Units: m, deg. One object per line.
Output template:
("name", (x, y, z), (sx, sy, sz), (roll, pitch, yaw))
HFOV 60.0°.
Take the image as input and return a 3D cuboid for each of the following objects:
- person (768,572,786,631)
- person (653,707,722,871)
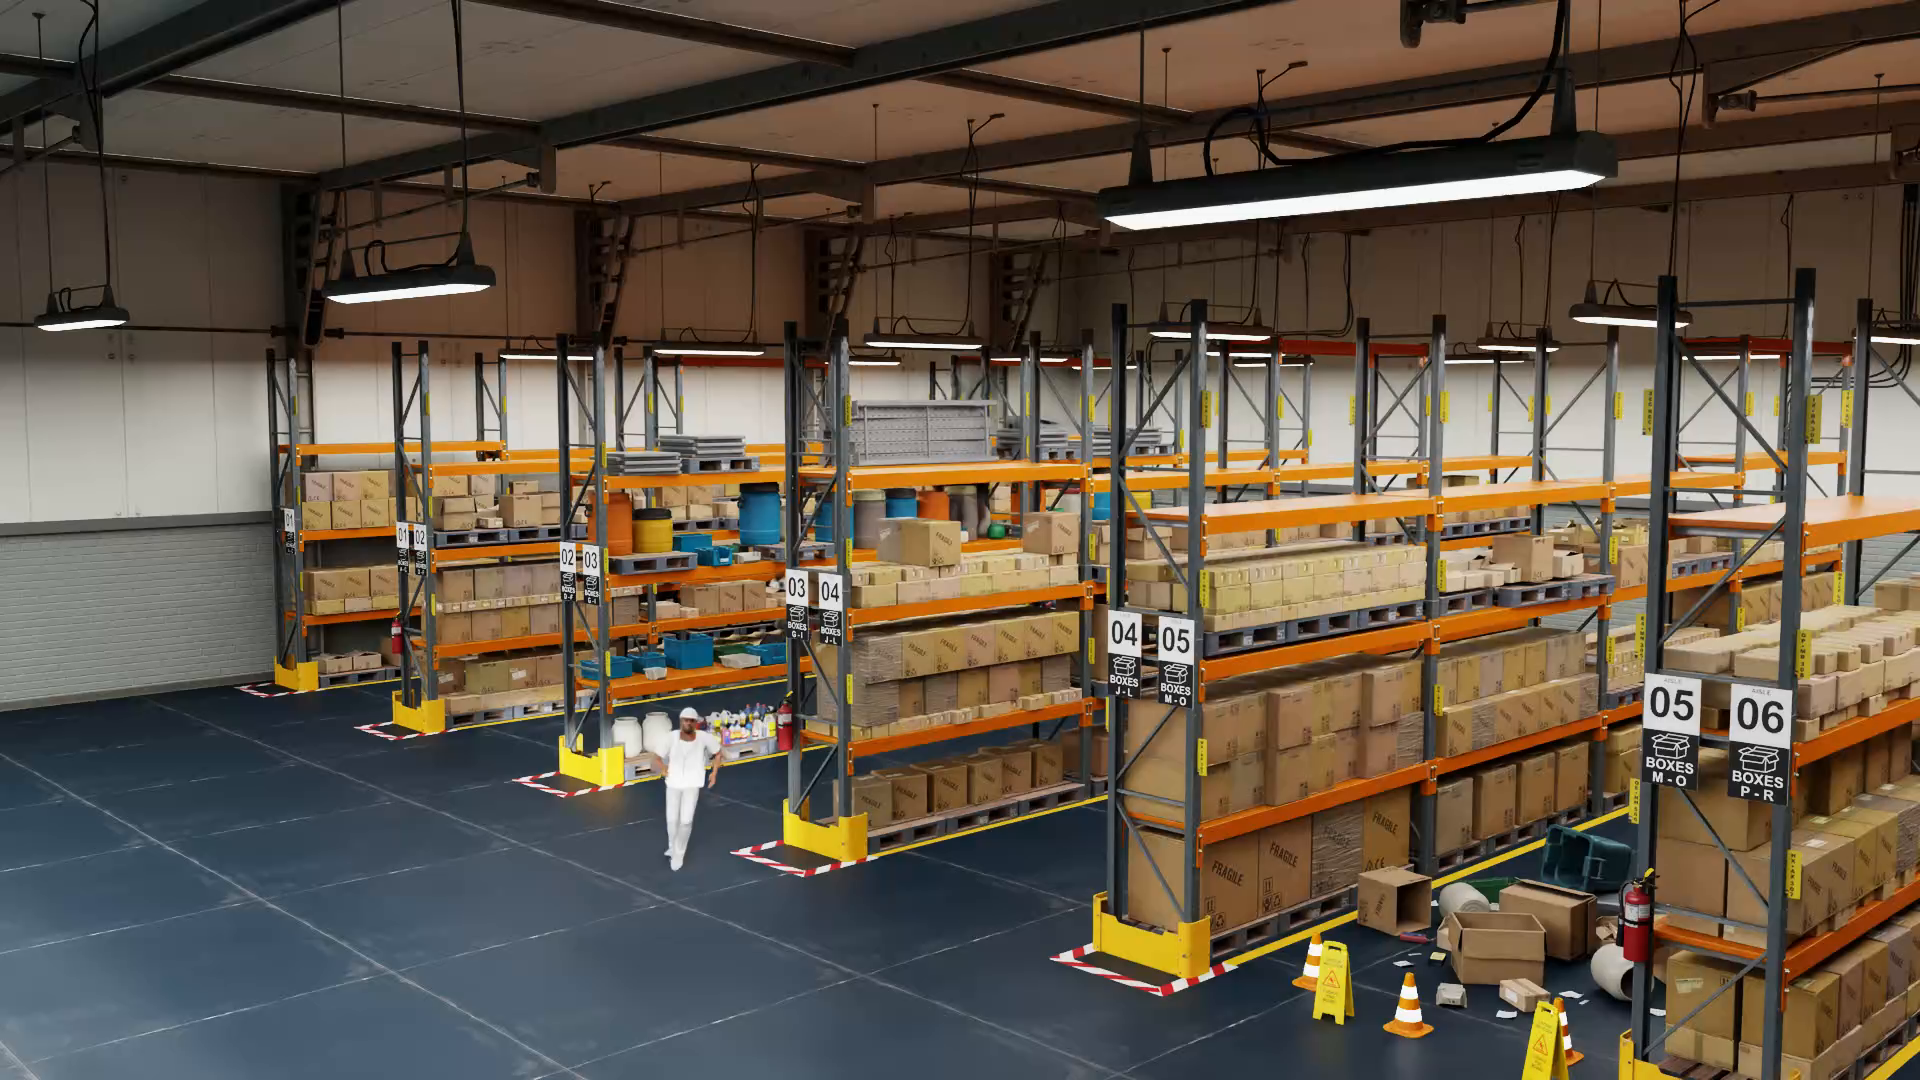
("person", (-3.683, 1.374, 33.810), (0.570, 1.723, 0.871), (3, 6, 34))
("person", (-3.011, 2.713, 18.295), (0.733, 1.780, 0.689), (0, 5, 2))
